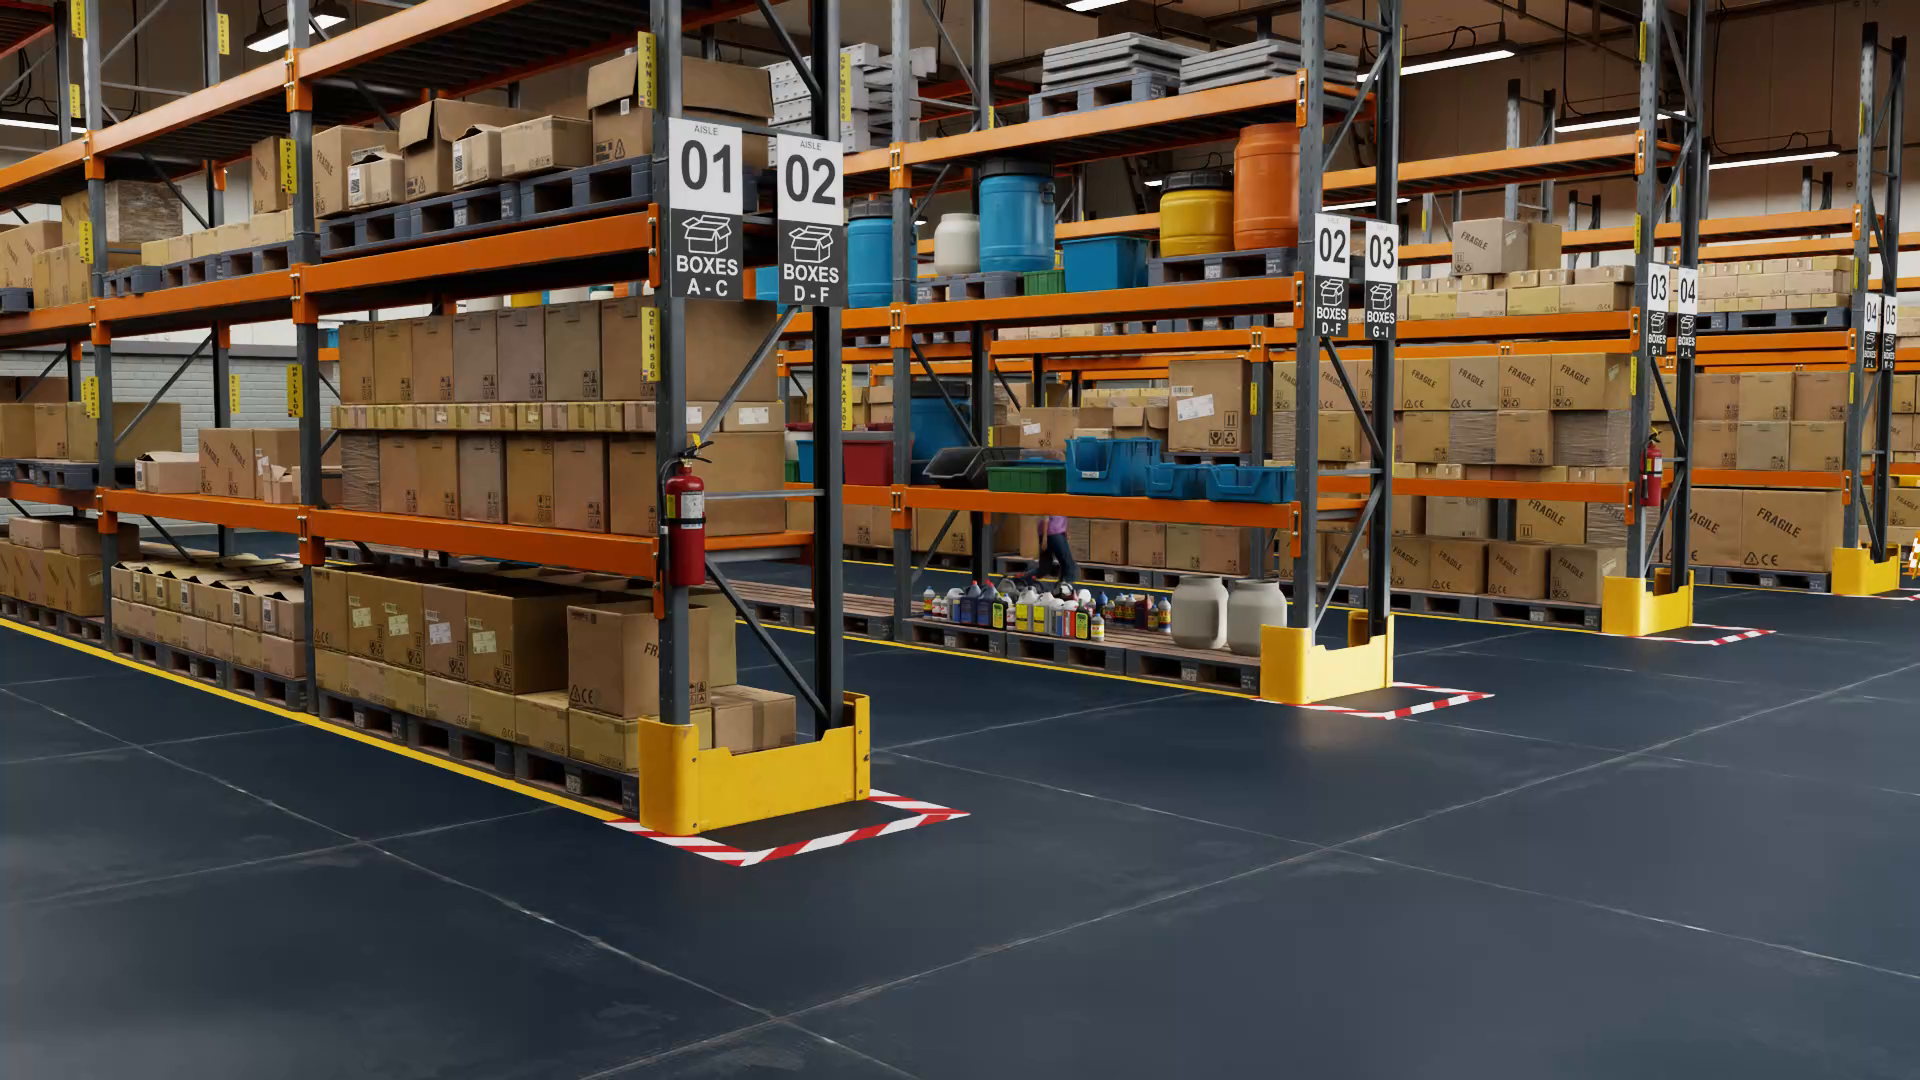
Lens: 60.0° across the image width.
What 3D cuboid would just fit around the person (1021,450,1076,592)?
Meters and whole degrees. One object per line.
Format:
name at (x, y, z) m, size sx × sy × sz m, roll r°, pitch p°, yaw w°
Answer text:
person at (0.861, -0.059, 15.587) m, size 0.879 × 1.557 × 0.408 m, roll 0°, pitch 4°, yaw 2°
